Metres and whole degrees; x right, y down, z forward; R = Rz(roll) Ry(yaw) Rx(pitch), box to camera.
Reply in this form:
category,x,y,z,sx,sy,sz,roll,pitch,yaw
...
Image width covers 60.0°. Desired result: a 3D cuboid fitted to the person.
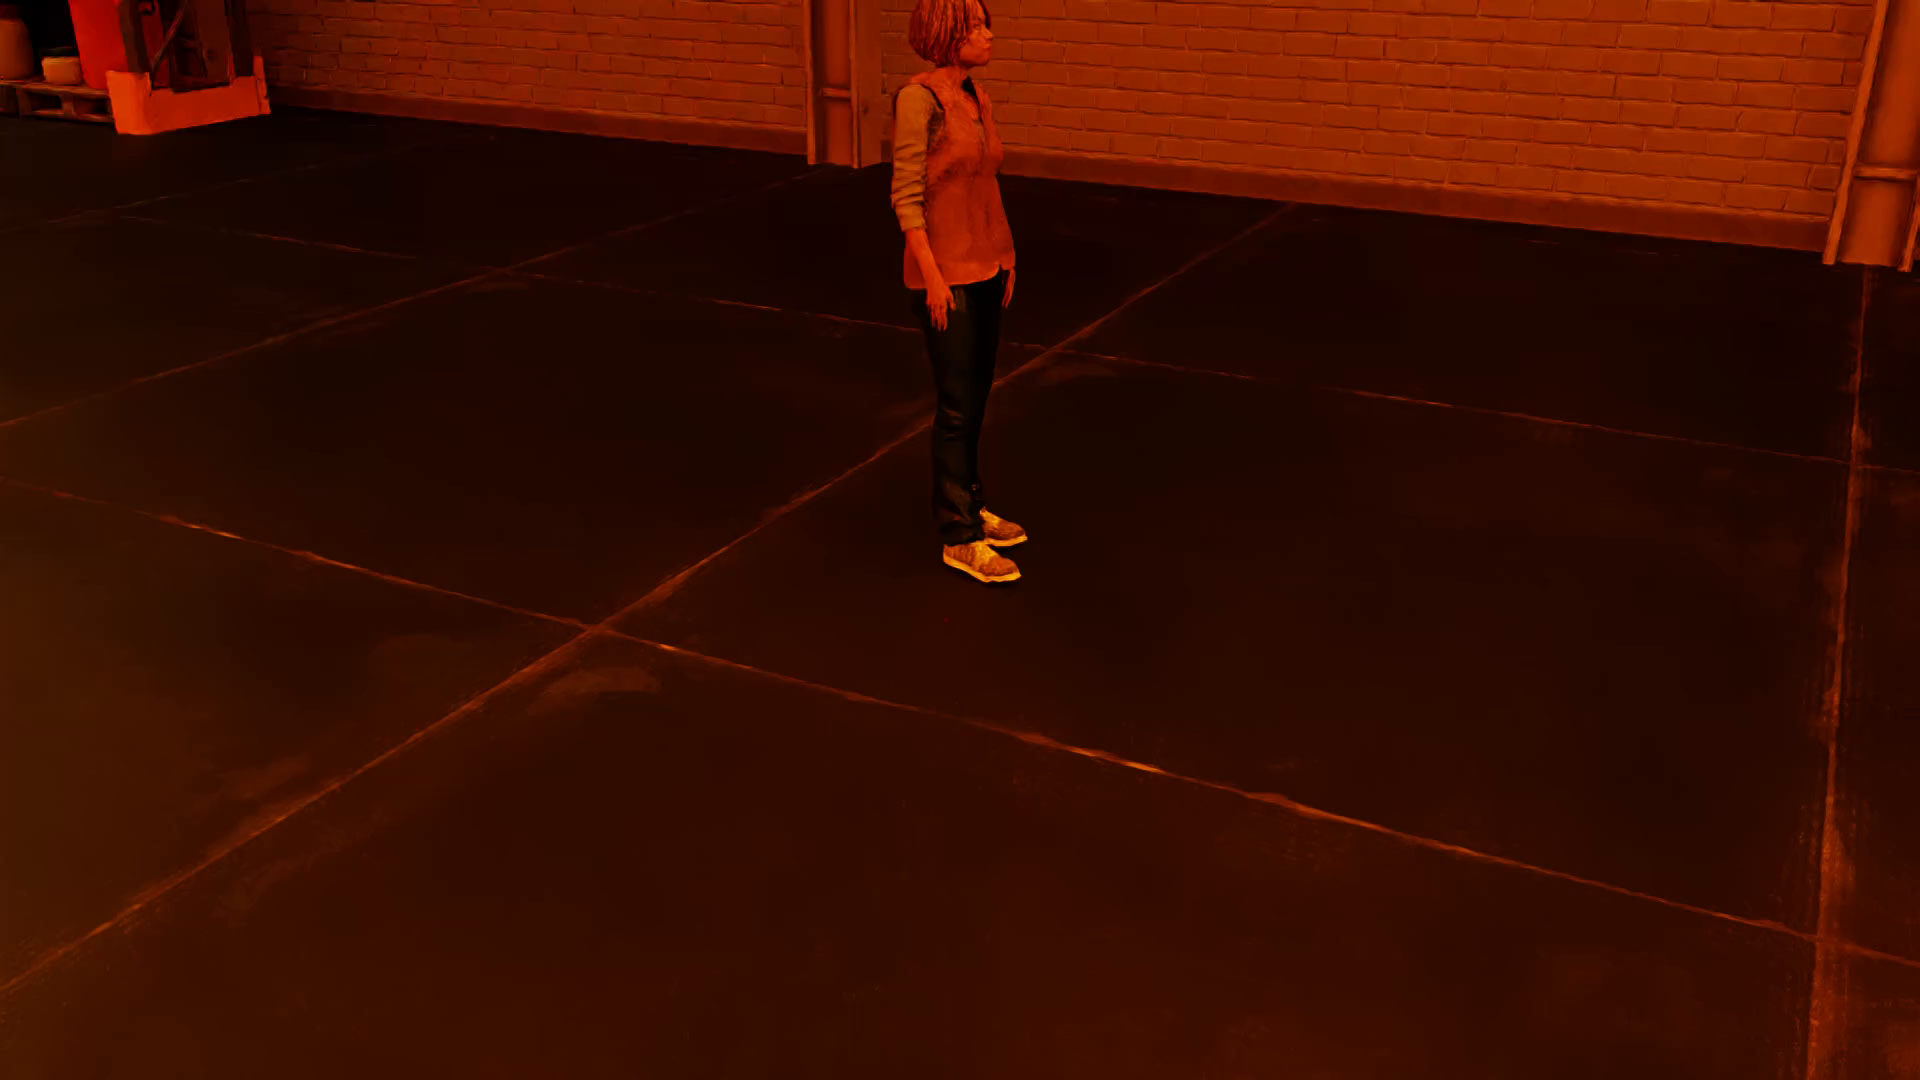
category,x,y,z,sx,sy,sz,roll,pitch,yaw
person,-0.024,-1.057,4.627,0.257,0.920,0.502,11,25,25
